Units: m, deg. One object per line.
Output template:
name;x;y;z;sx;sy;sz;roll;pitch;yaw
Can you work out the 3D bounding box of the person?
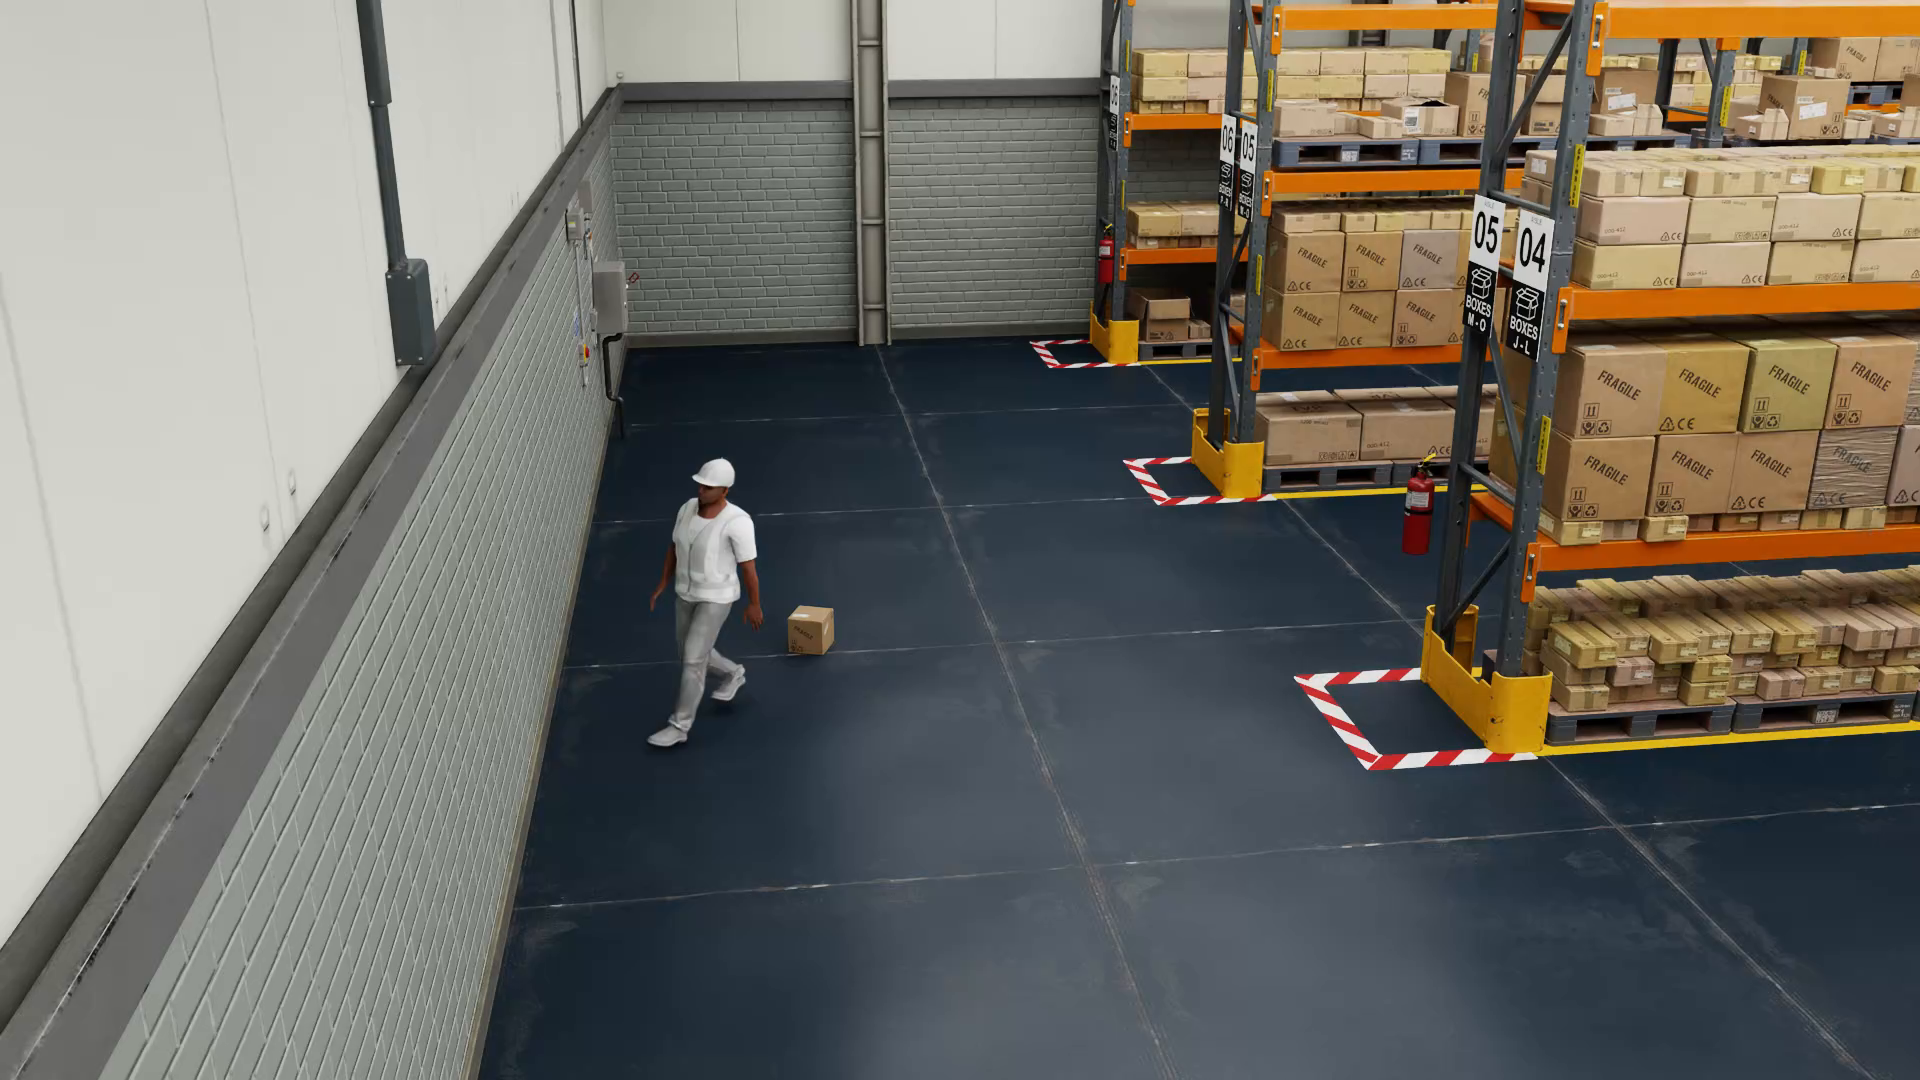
person;-1.637;0.363;10.118;0.622;1.705;0.933;15;25;36
